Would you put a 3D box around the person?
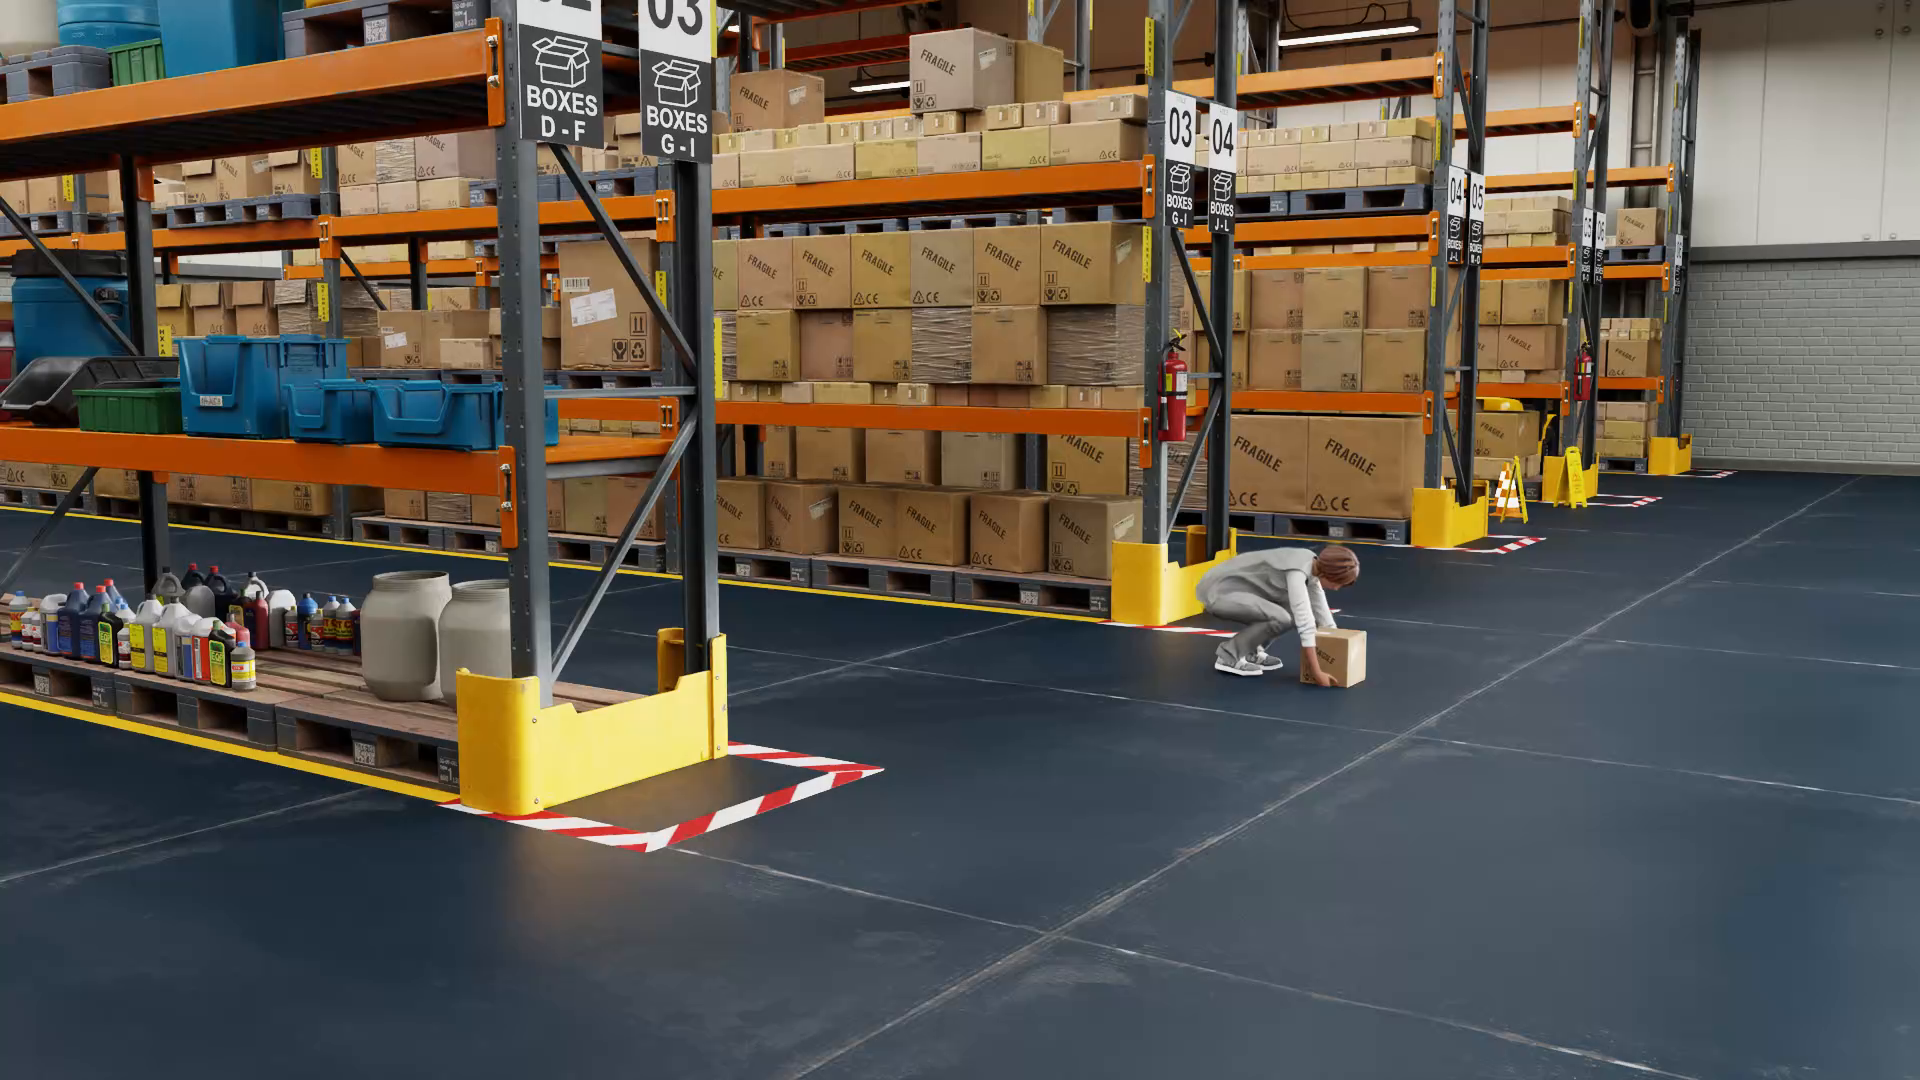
[{"bbox_3d":[1.499,-0.111,8.633,0.359,1.601,0.446,4,8,32],"label":"person"}]
